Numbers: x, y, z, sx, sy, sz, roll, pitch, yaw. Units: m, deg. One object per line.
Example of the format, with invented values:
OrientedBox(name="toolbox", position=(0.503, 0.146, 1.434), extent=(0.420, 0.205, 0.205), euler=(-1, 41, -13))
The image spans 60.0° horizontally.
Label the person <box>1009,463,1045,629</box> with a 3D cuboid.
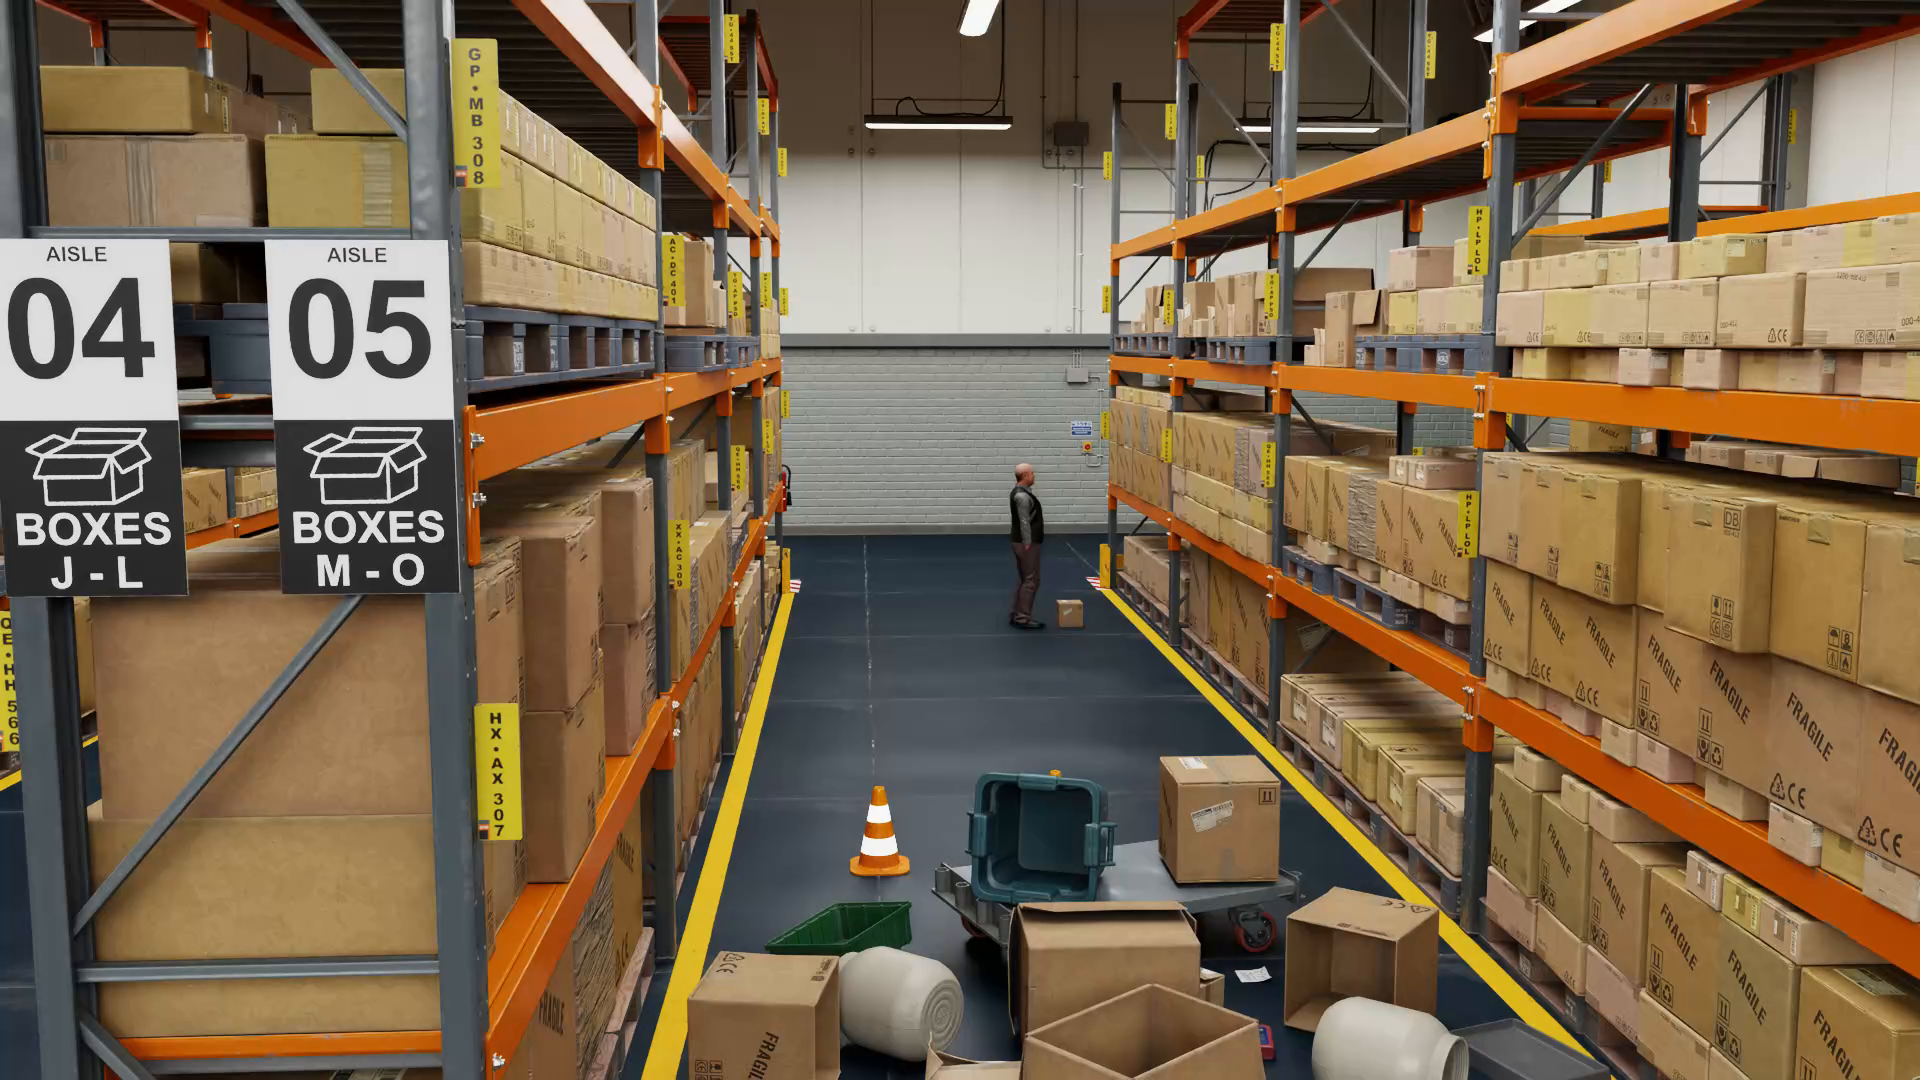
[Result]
OrientedBox(name="person", position=(0.701, 0.106, 17.449), extent=(0.363, 1.642, 0.531), euler=(0, 7, -2))
